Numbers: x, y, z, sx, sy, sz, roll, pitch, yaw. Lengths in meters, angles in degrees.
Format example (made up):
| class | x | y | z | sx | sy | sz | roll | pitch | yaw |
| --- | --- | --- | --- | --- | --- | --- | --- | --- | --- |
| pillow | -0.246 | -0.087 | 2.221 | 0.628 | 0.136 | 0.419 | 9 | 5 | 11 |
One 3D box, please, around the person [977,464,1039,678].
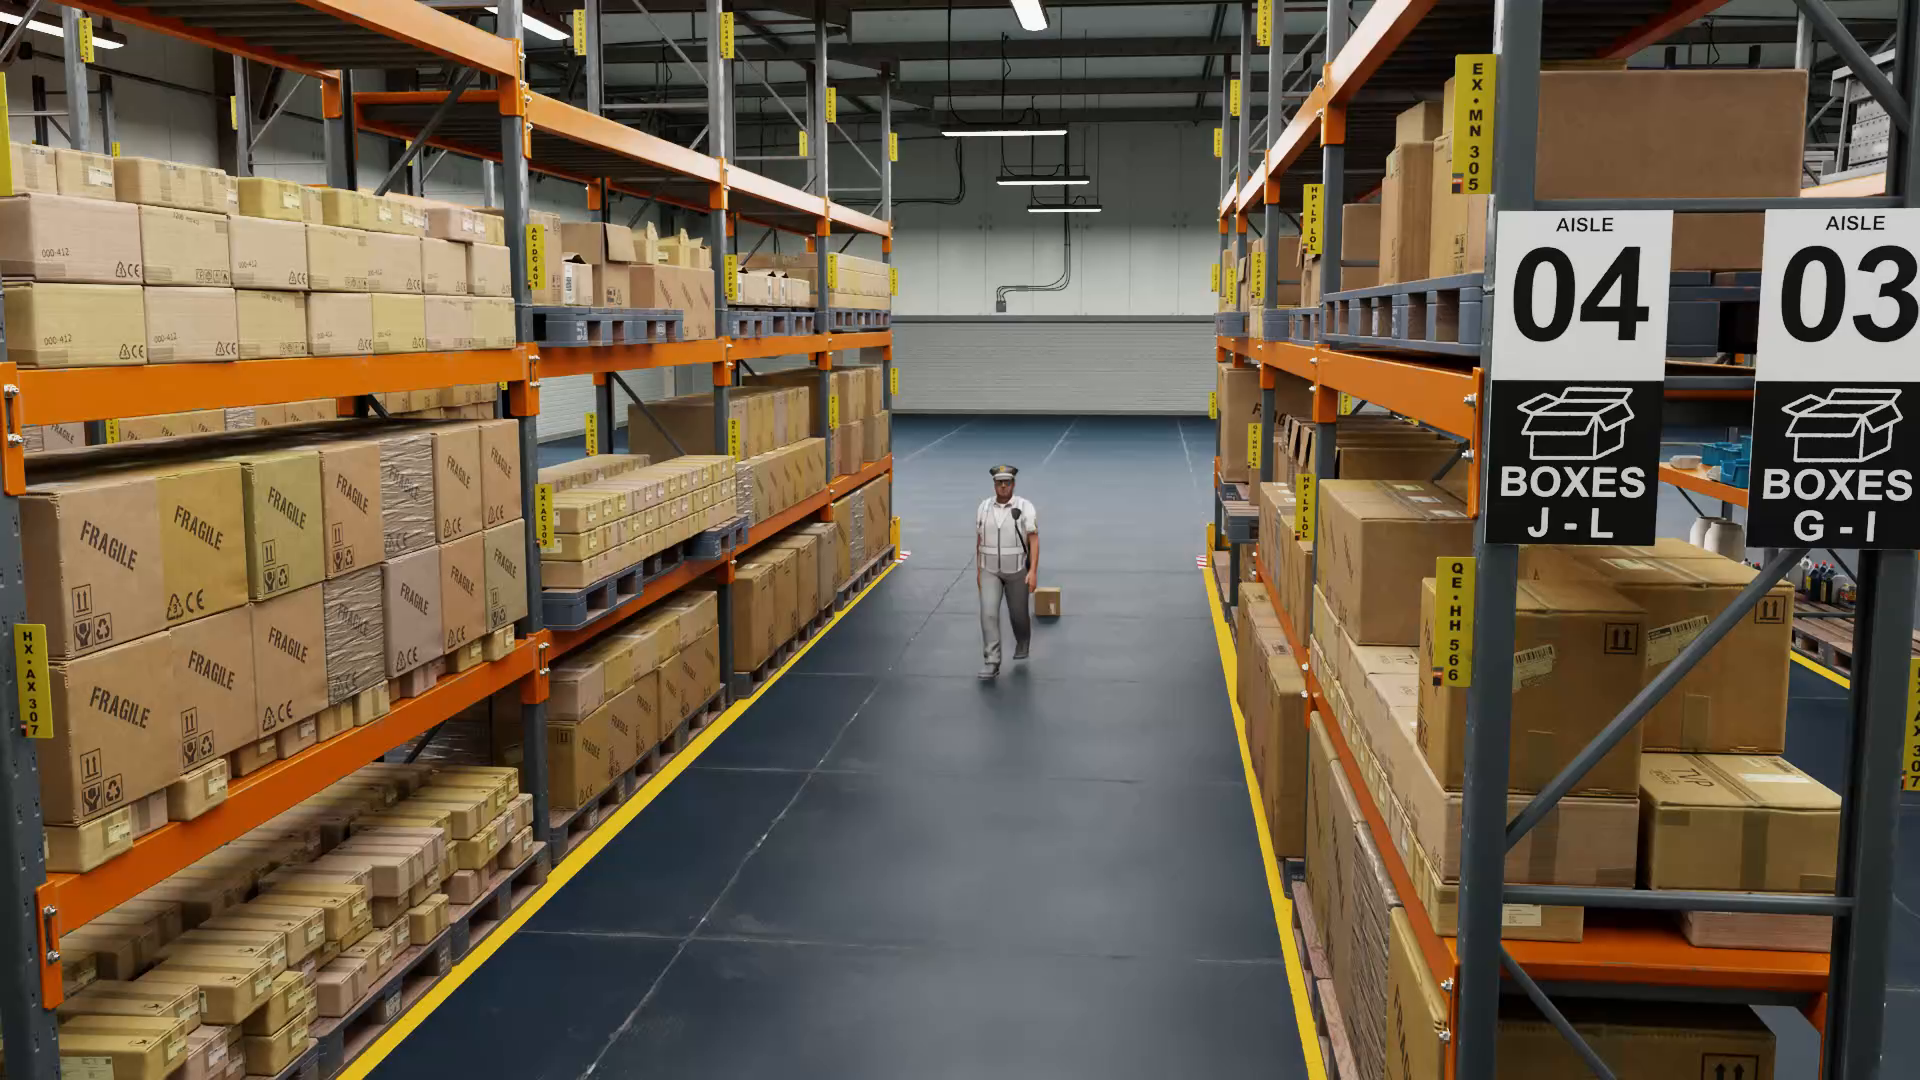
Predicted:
| class | x | y | z | sx | sy | sz | roll | pitch | yaw |
| --- | --- | --- | --- | --- | --- | --- | --- | --- | --- |
| person | 0.392 | 0.230 | 13.874 | 0.548 | 1.732 | 0.951 | 2 | 8 | 12 |
